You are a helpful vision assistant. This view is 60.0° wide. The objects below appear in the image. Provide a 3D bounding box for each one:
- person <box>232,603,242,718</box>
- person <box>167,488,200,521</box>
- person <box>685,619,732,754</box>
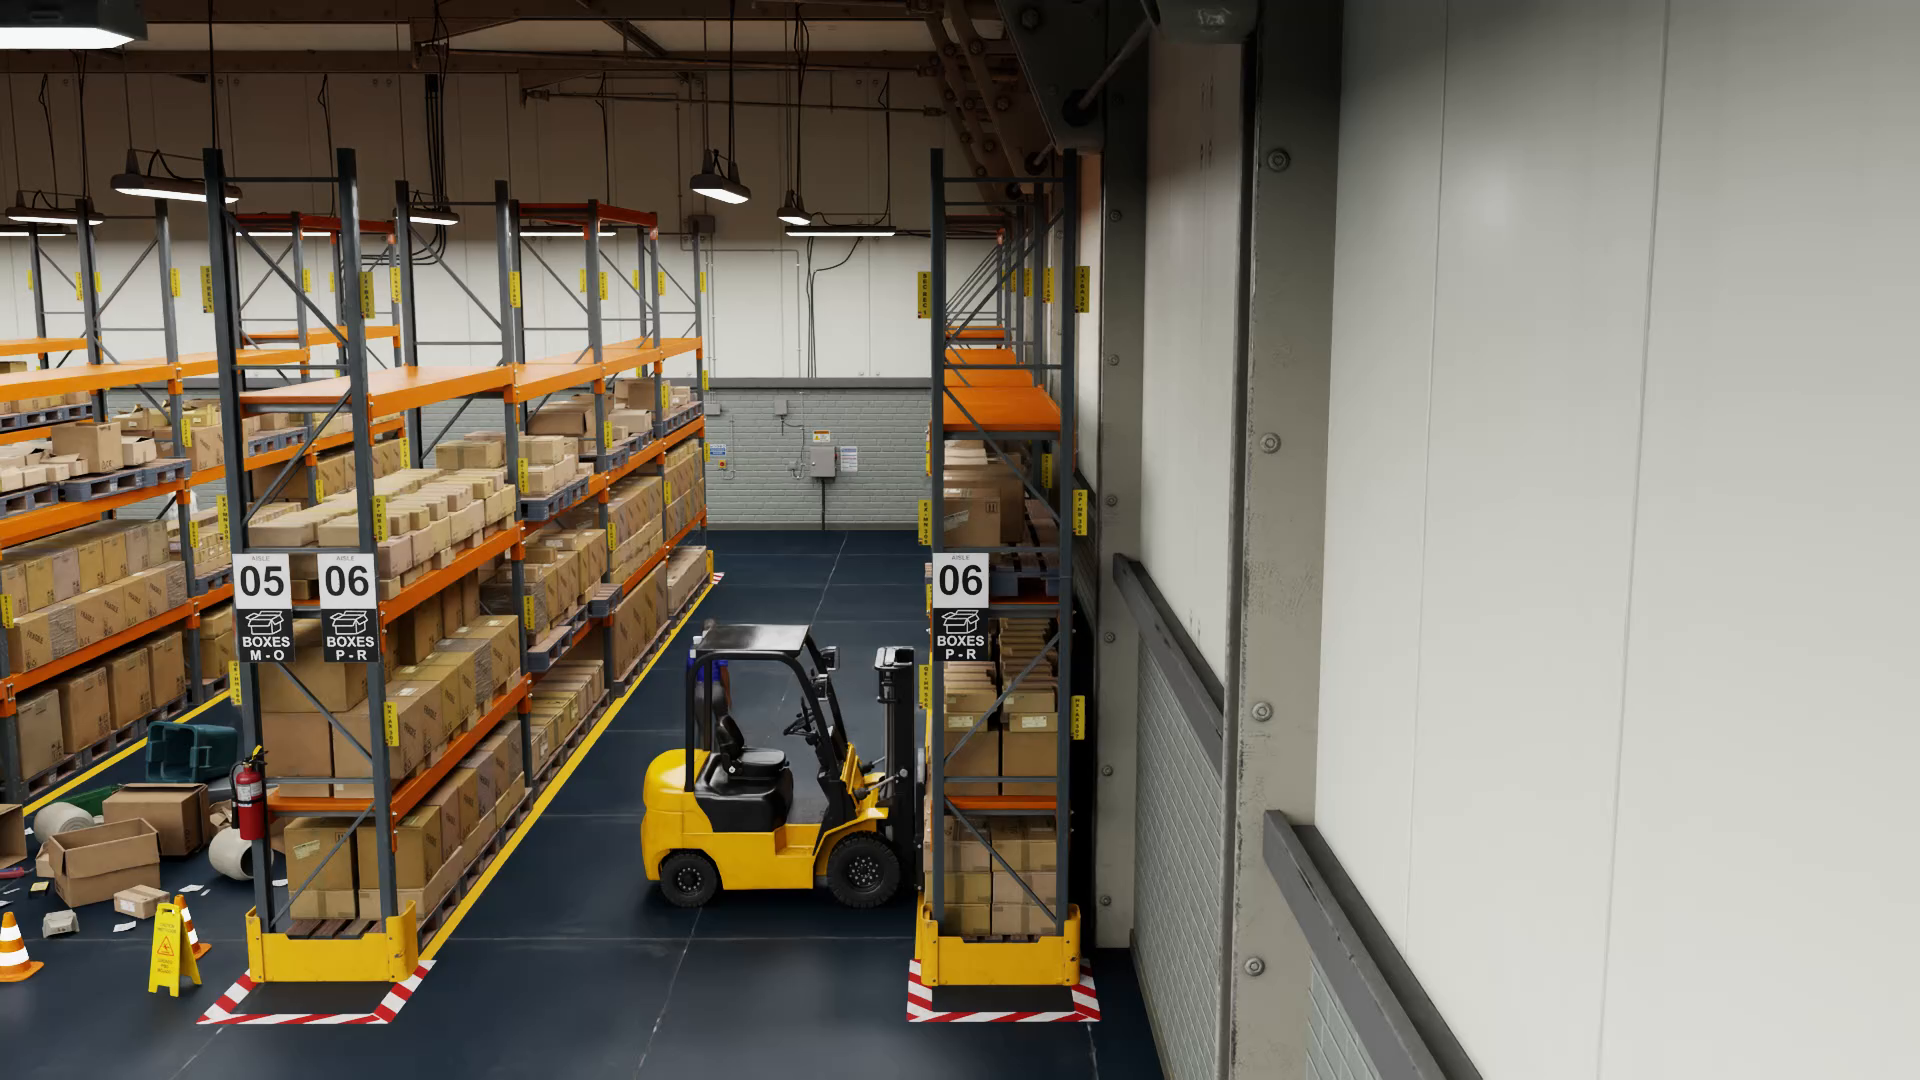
[{"bbox_3d":[-8.134,1.211,19.199,0.595,1.778,0.500,0,9,3],"label":"person"},{"bbox_3d":[-13.416,-0.279,28.760,0.516,1.740,0.983,-4,10,-24],"label":"person"},{"bbox_3d":[-2.563,1.661,17.261,0.419,1.684,0.749,0,9,-3],"label":"person"}]
